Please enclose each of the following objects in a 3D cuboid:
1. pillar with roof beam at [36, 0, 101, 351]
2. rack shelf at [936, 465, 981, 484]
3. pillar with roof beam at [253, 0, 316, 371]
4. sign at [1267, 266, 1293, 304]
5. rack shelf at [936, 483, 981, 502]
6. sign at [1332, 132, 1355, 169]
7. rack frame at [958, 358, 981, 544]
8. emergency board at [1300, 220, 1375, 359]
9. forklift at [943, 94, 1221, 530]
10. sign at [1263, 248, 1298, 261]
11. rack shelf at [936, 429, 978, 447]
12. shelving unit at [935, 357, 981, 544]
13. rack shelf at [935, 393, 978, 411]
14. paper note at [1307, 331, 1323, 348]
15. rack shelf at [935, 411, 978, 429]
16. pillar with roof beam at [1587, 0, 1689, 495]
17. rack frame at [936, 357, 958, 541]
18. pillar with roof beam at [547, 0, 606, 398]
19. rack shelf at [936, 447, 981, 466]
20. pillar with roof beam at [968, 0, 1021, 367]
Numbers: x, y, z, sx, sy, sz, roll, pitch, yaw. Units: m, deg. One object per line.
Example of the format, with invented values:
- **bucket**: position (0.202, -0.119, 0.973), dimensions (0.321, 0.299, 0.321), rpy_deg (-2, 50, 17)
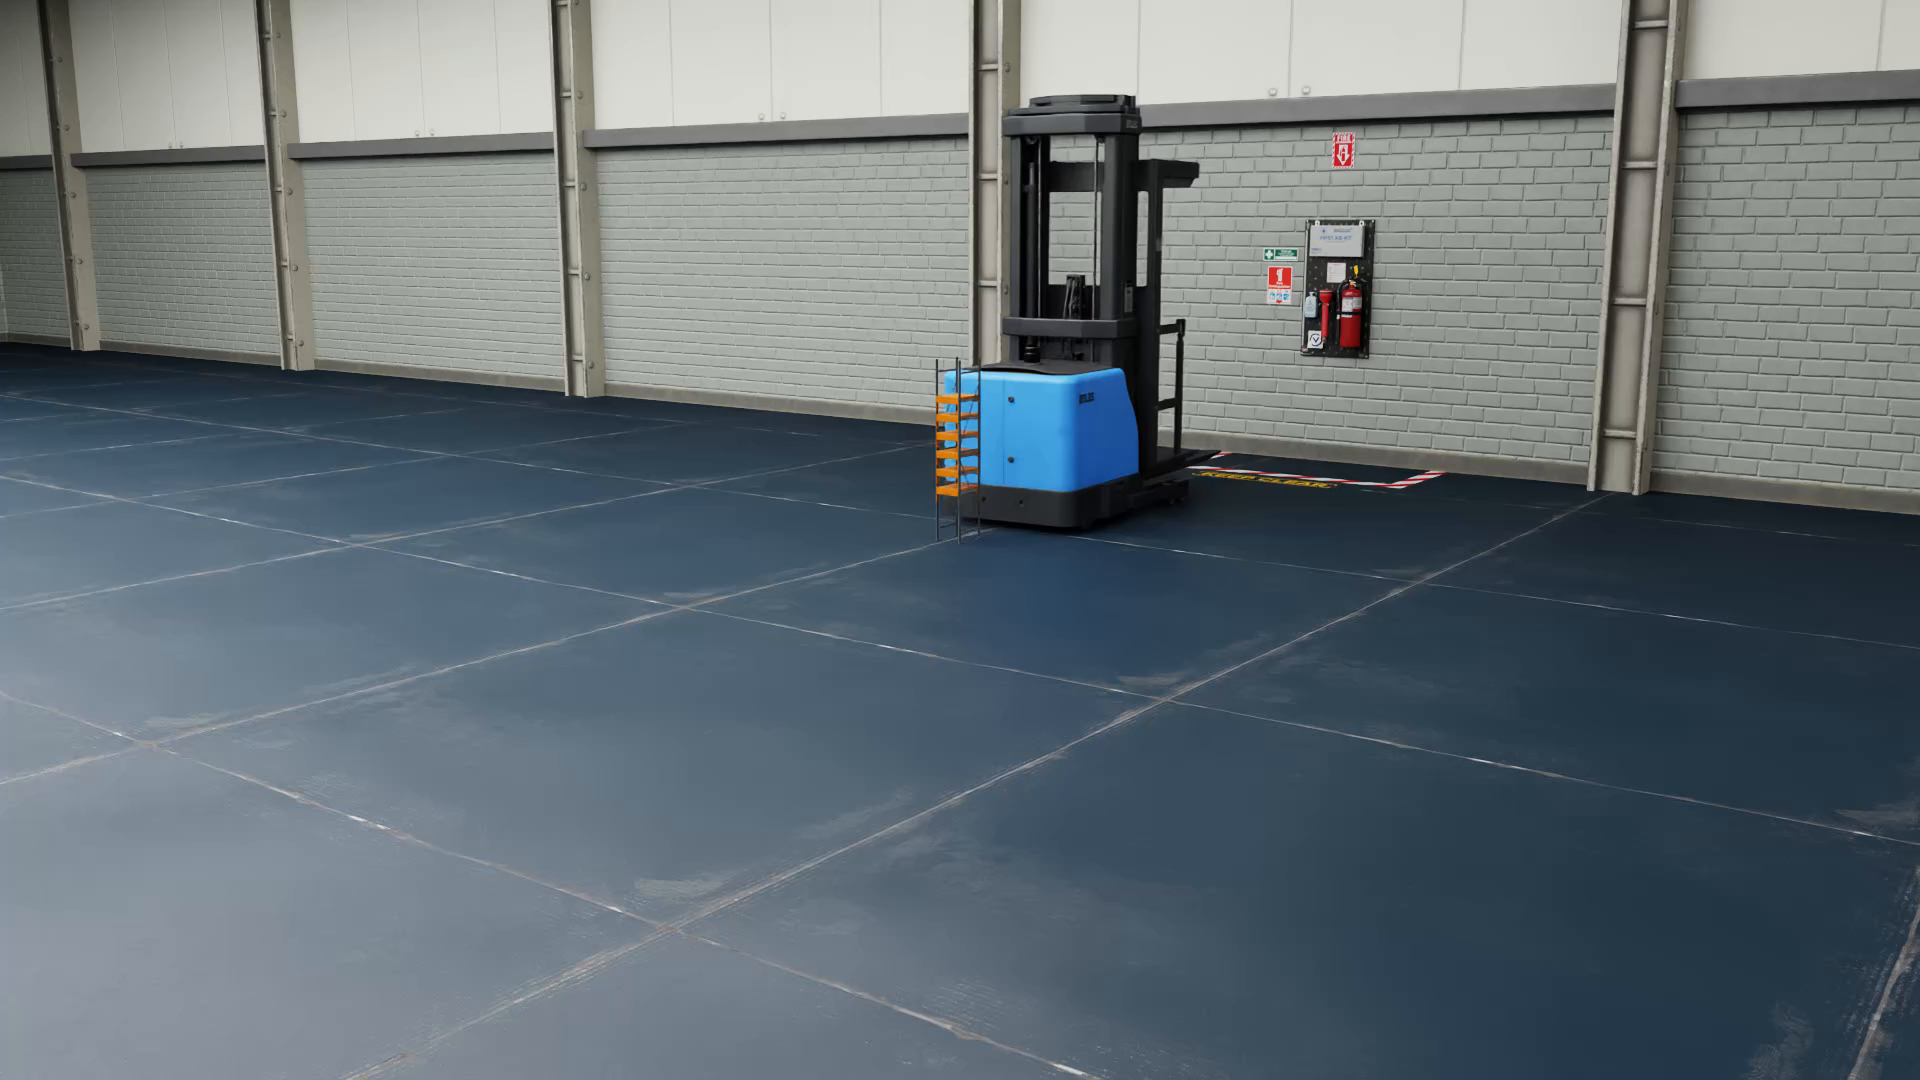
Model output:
- **pillar with roof beam**: position (-16.726, -6.848, 22.736), dimensions (0.400, 9.000, 9.100), rpy_deg (8, 13, 36)
- **rack shelf**: position (-0.012, -0.429, 10.955), dimensions (0.180, 0.103, 0.258), rpy_deg (8, 13, 36)
- **pillar with roof beam**: position (-11.890, -6.174, 19.249), dimensions (0.400, 9.000, 9.100), rpy_deg (8, 13, 36)
- **sign**: position (2.812, -2.243, 14.631), dimensions (0.234, 0.329, 0.001), rpy_deg (8, 13, 36)
- **rack shelf**: position (-0.012, -0.311, 10.978), dimensions (0.180, 0.103, 0.258), rpy_deg (8, 13, 36)
- **sign**: position (3.249, -3.302, 14.095), dimensions (0.199, 0.298, 0.001), rpy_deg (8, 13, 36)
- **rack frame**: position (0.062, -0.580, 10.871), dimensions (0.006, 1.200, 0.240), rpy_deg (8, 13, 36)
- **emergency board**: position (3.197, -2.147, 14.232), dimensions (0.643, 1.169, 0.194), rpy_deg (8, 13, 36)
- **forklift**: position (1.074, -1.742, 12.317), dimensions (1.130, 2.935, 3.031), rpy_deg (7, 13, 31)
- **sign**: position (2.811, -2.501, 14.571), dimensions (0.331, 0.109, 0.001), rpy_deg (8, 13, 36)
- **rack shelf**: position (-0.012, -0.665, 10.910), dimensions (0.180, 0.103, 0.258), rpy_deg (8, 13, 36)
- **shelving unit**: position (-0.012, -0.591, 10.924), dimensions (0.189, 1.200, 0.258), rpy_deg (8, 13, 36)
- **rack shelf**: position (-0.012, -0.901, 10.864), dimensions (0.180, 0.103, 0.258), rpy_deg (8, 13, 36)
- **paper note**: position (3.095, -1.745, 14.473), dimensions (0.142, 0.148, 0.016), rpy_deg (8, 13, 36)
- **rack shelf**: position (-0.012, -0.783, 10.887), dimensions (0.180, 0.103, 0.258), rpy_deg (8, 13, 36)
- **pillar with roof beam**: position (2.618, -4.150, 8.789), dimensions (0.400, 9.000, 9.100), rpy_deg (8, 13, 36)
- **rack frame**: position (-0.085, -0.601, 10.977), dimensions (0.006, 1.200, 0.240), rpy_deg (8, 13, 36)
- **pillar with roof beam**: position (-7.054, -5.499, 15.762), dimensions (0.400, 9.000, 9.100), rpy_deg (8, 13, 36)
- **rack shelf**: position (-0.012, -0.547, 10.933), dimensions (0.180, 0.103, 0.258), rpy_deg (8, 13, 36)
- **pillar with roof beam**: position (-2.218, -4.824, 12.276), dimensions (0.400, 9.000, 9.100), rpy_deg (8, 13, 36)
